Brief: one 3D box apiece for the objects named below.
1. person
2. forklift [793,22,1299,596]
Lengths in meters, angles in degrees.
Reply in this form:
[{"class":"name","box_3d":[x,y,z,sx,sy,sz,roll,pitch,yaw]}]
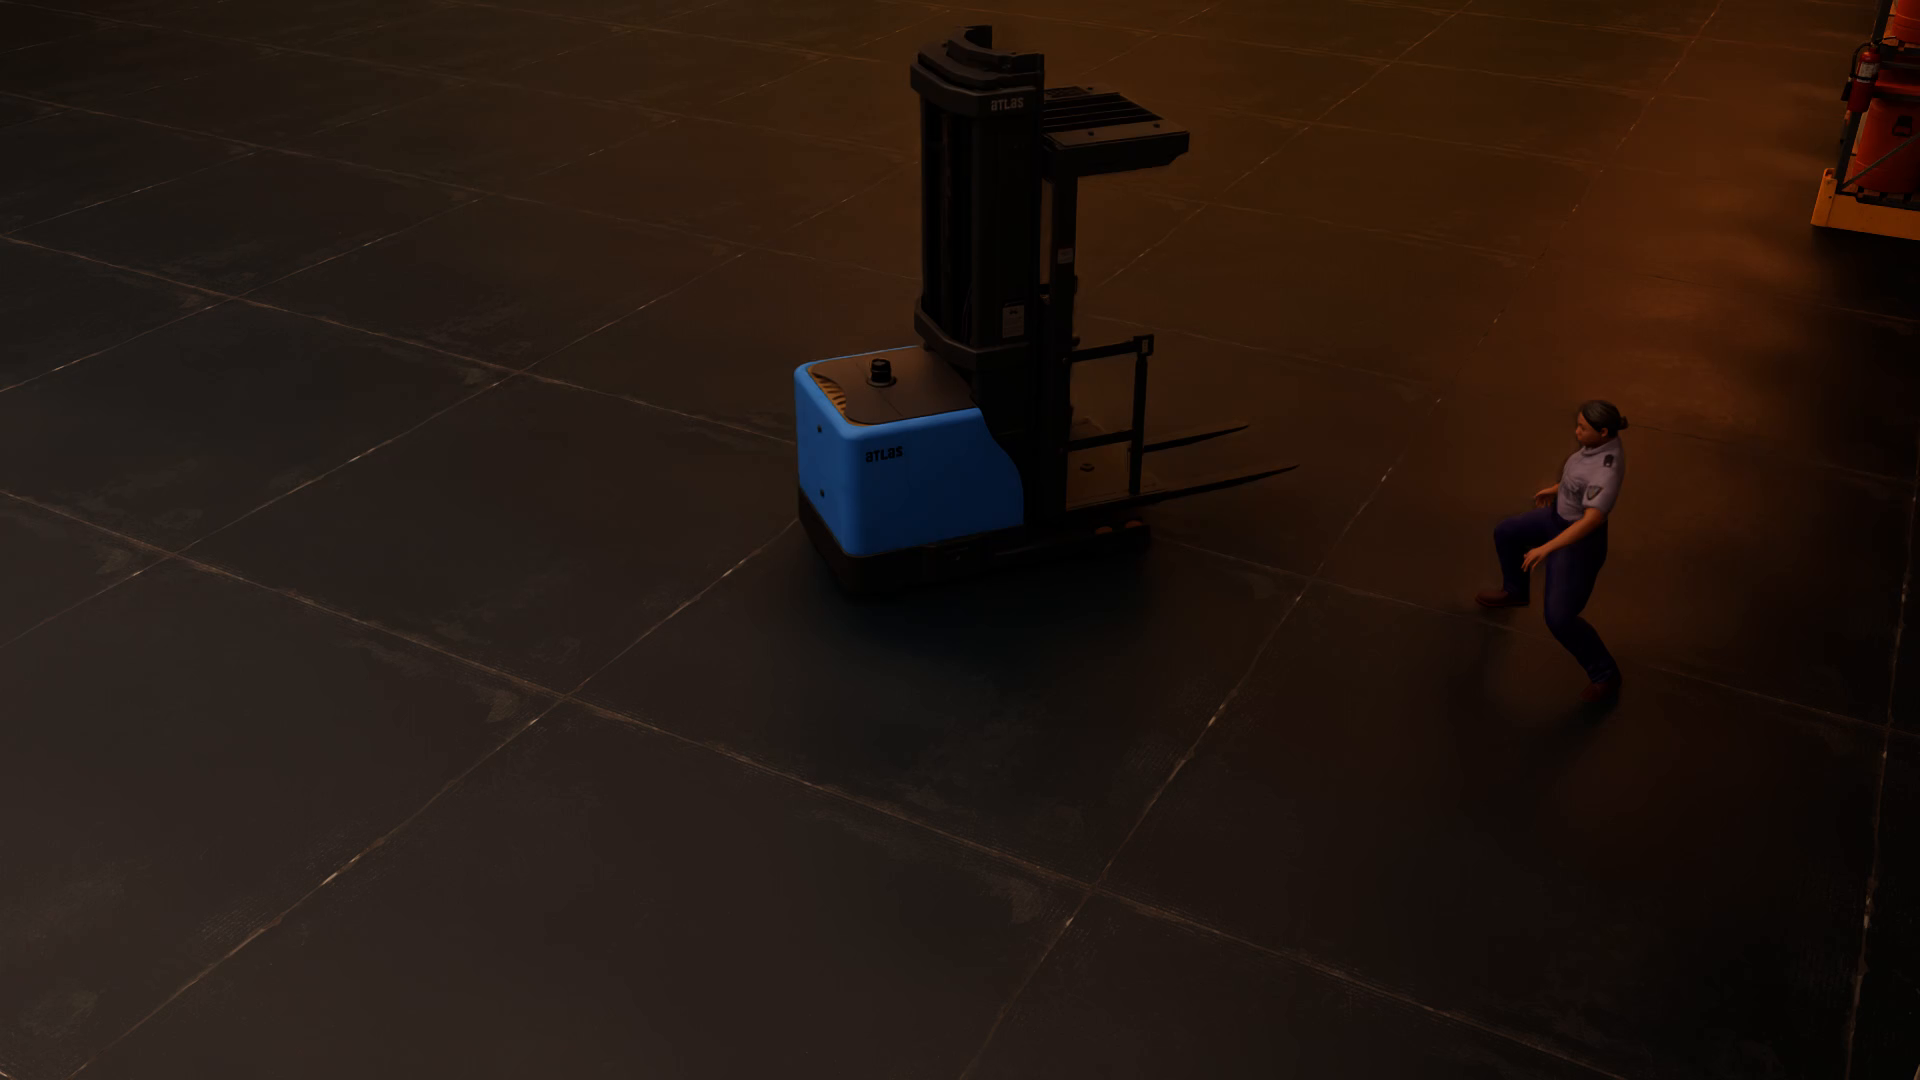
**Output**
[{"class":"person","box_3d":[3.147,-0.027,8.588,0.741,1.529,0.914,8,31,13]},{"class":"forklift","box_3d":[0.591,-1.414,9.521,3.031,2.935,1.130,-11,32,-19]}]
